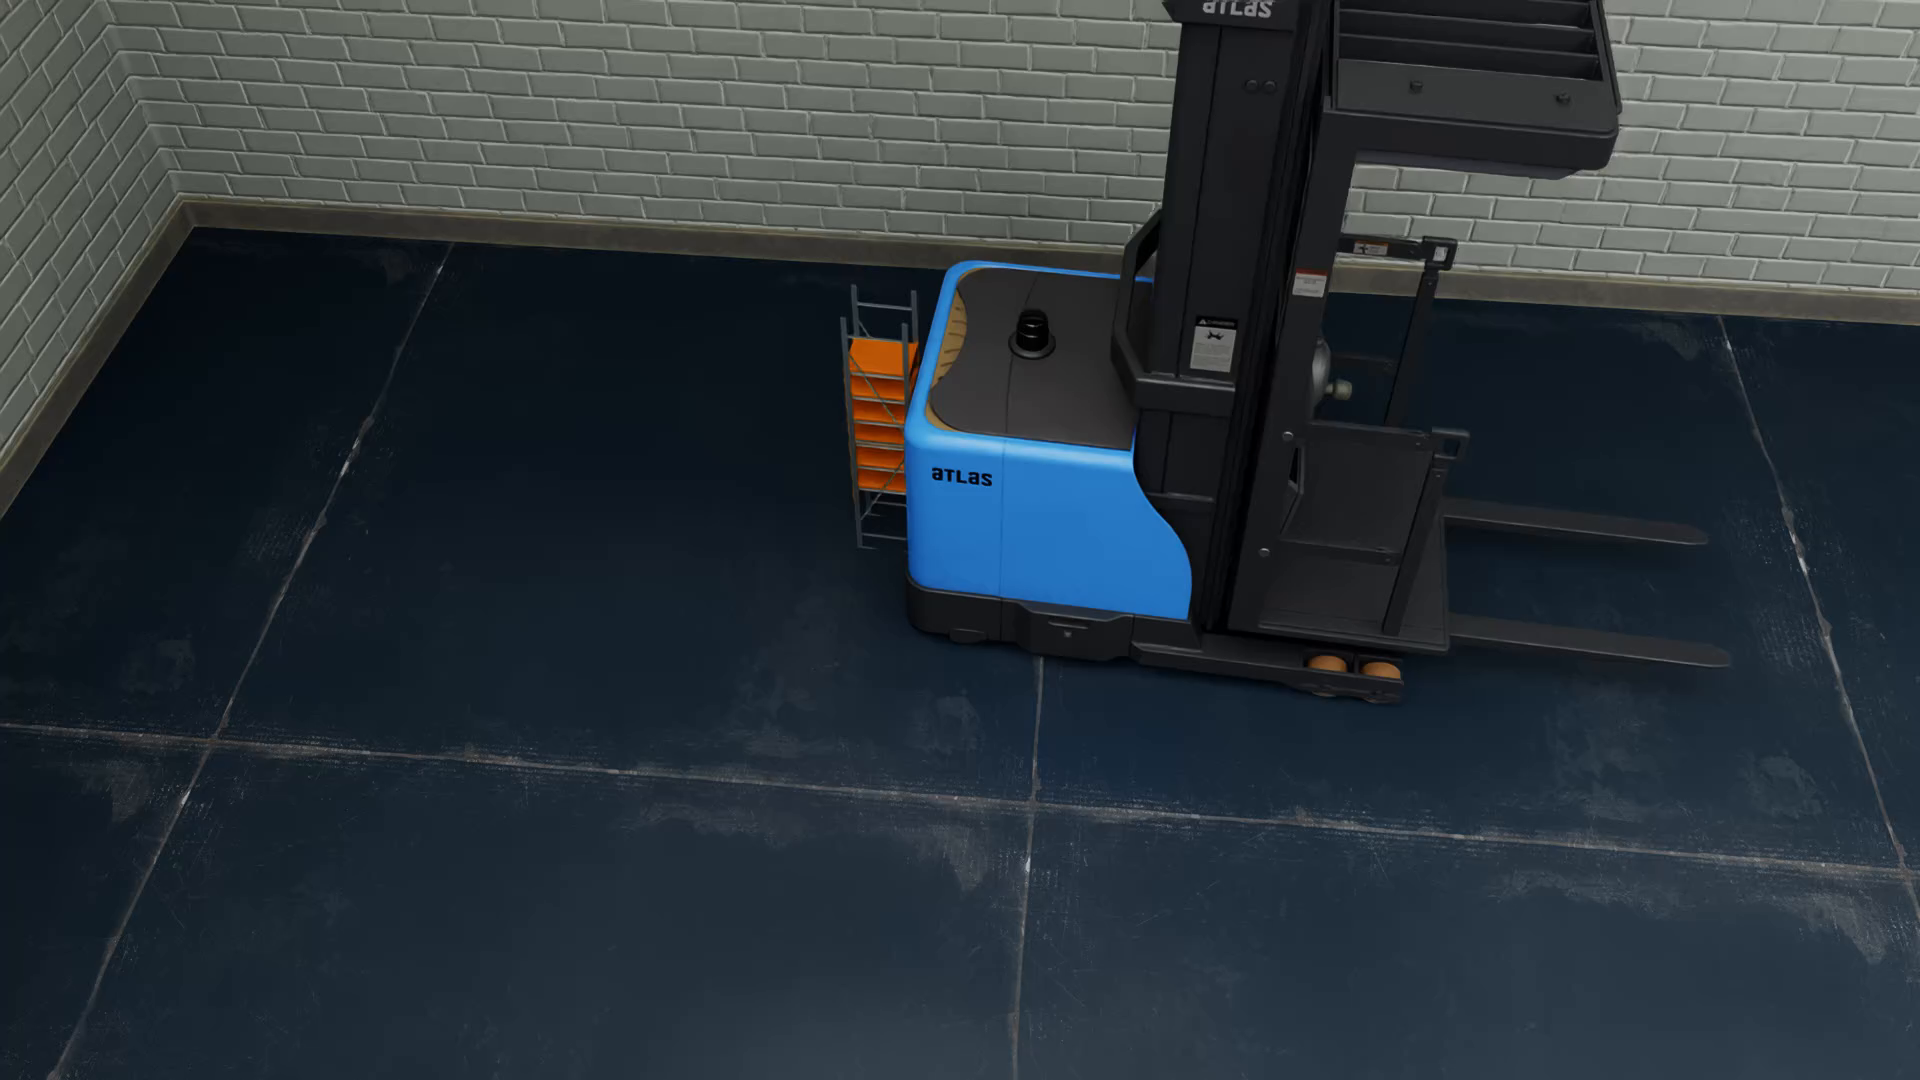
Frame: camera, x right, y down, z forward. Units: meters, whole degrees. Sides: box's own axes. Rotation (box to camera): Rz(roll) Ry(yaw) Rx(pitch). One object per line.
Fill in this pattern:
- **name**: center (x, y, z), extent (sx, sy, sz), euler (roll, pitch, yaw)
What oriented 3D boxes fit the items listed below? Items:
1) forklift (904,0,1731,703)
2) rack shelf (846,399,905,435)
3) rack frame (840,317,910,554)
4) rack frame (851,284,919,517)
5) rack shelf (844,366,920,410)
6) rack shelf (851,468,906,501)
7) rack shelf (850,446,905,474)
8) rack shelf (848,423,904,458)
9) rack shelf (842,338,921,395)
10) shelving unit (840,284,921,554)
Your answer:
- **forklift**: center (1.357, -0.806, 5.501), extent (3.031, 2.935, 1.130), euler (7, 48, 6)
- **rack shelf**: center (-0.285, -0.480, 6.273), extent (0.258, 0.103, 0.180), euler (7, 48, 7)
- **rack frame**: center (-0.299, -0.363, 6.267), extent (0.240, 1.200, 0.006), euler (7, 48, 7)
- **rack frame**: center (-0.269, -0.496, 6.389), extent (0.240, 1.200, 0.006), euler (7, 48, 7)
- **rack shelf**: center (-0.285, -0.562, 6.184), extent (0.258, 0.103, 0.180), euler (7, 48, 7)
- **rack shelf**: center (-0.282, -0.237, 6.538), extent (0.258, 0.103, 0.180), euler (7, 48, 7)
- **rack shelf**: center (-0.283, -0.318, 6.449), extent (0.258, 0.103, 0.180), euler (7, 48, 7)
- **rack shelf**: center (-0.284, -0.399, 6.361), extent (0.258, 0.103, 0.180), euler (7, 48, 7)
- **rack shelf**: center (-0.286, -0.643, 6.096), extent (0.258, 0.103, 0.180), euler (7, 48, 7)
- **shelving unit**: center (-0.284, -0.429, 6.328), extent (0.258, 1.200, 0.189), euler (7, 48, 7)
